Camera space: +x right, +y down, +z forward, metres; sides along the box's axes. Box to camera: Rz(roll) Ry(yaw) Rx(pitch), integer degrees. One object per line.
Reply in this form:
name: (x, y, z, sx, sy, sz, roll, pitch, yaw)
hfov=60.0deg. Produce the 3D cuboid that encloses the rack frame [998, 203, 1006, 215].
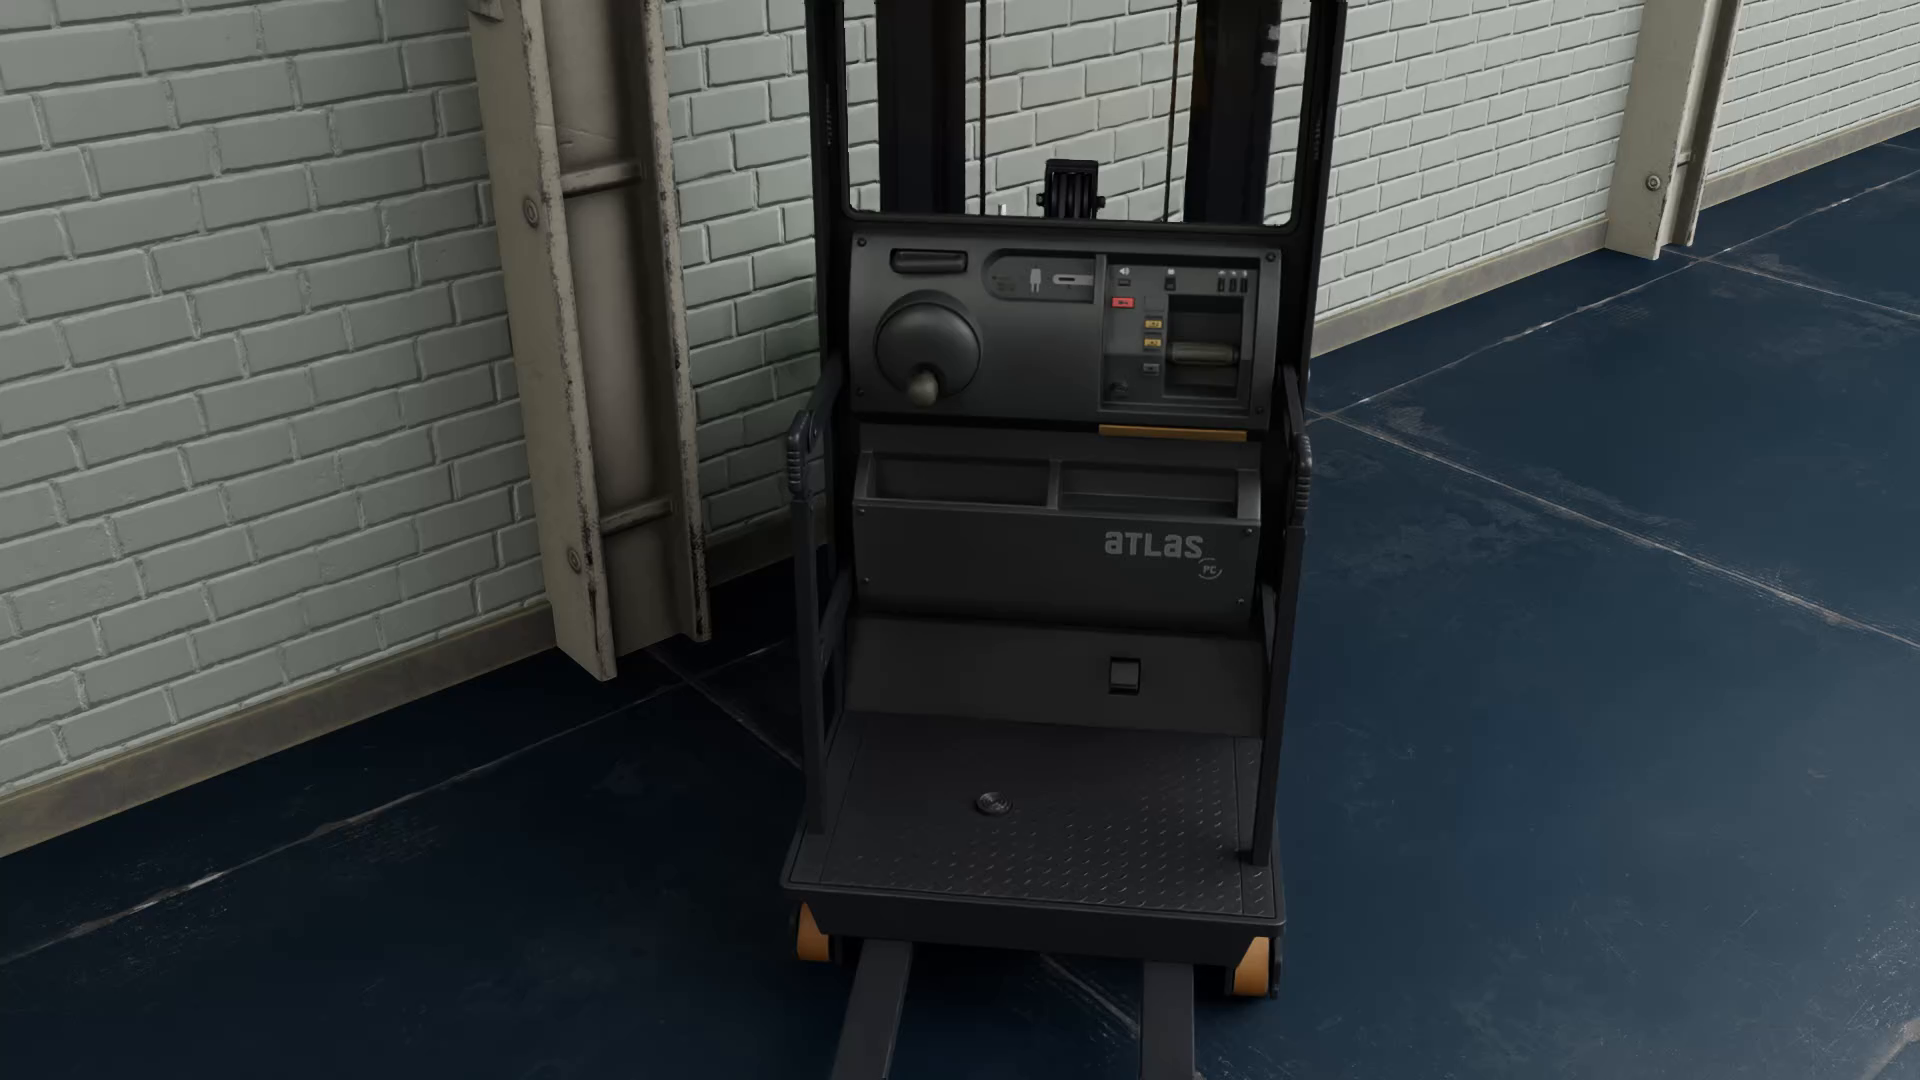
rack frame: (0.060, -0.553, 5.512, 0.015, 1.200, 0.240, -22, 35, -35)

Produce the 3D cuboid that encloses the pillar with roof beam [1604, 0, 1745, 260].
pillar with roof beam: (6.342, -3.953, 3.599, 0.400, 9.000, 9.100, -22, 35, -35)

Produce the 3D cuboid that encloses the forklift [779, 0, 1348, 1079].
forklift: (0.199, -0.422, 3.431, 1.130, 2.935, 3.031, 3, 28, 6)

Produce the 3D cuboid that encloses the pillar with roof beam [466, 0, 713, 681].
pillar with roof beam: (1.777, -2.117, 0.164, 0.400, 9.000, 9.100, -22, 35, -35)

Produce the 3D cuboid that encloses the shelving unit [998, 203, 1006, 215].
shelving unit: (-0.126, -0.479, 5.372, 0.503, 1.200, 0.258, -22, 35, -35)
